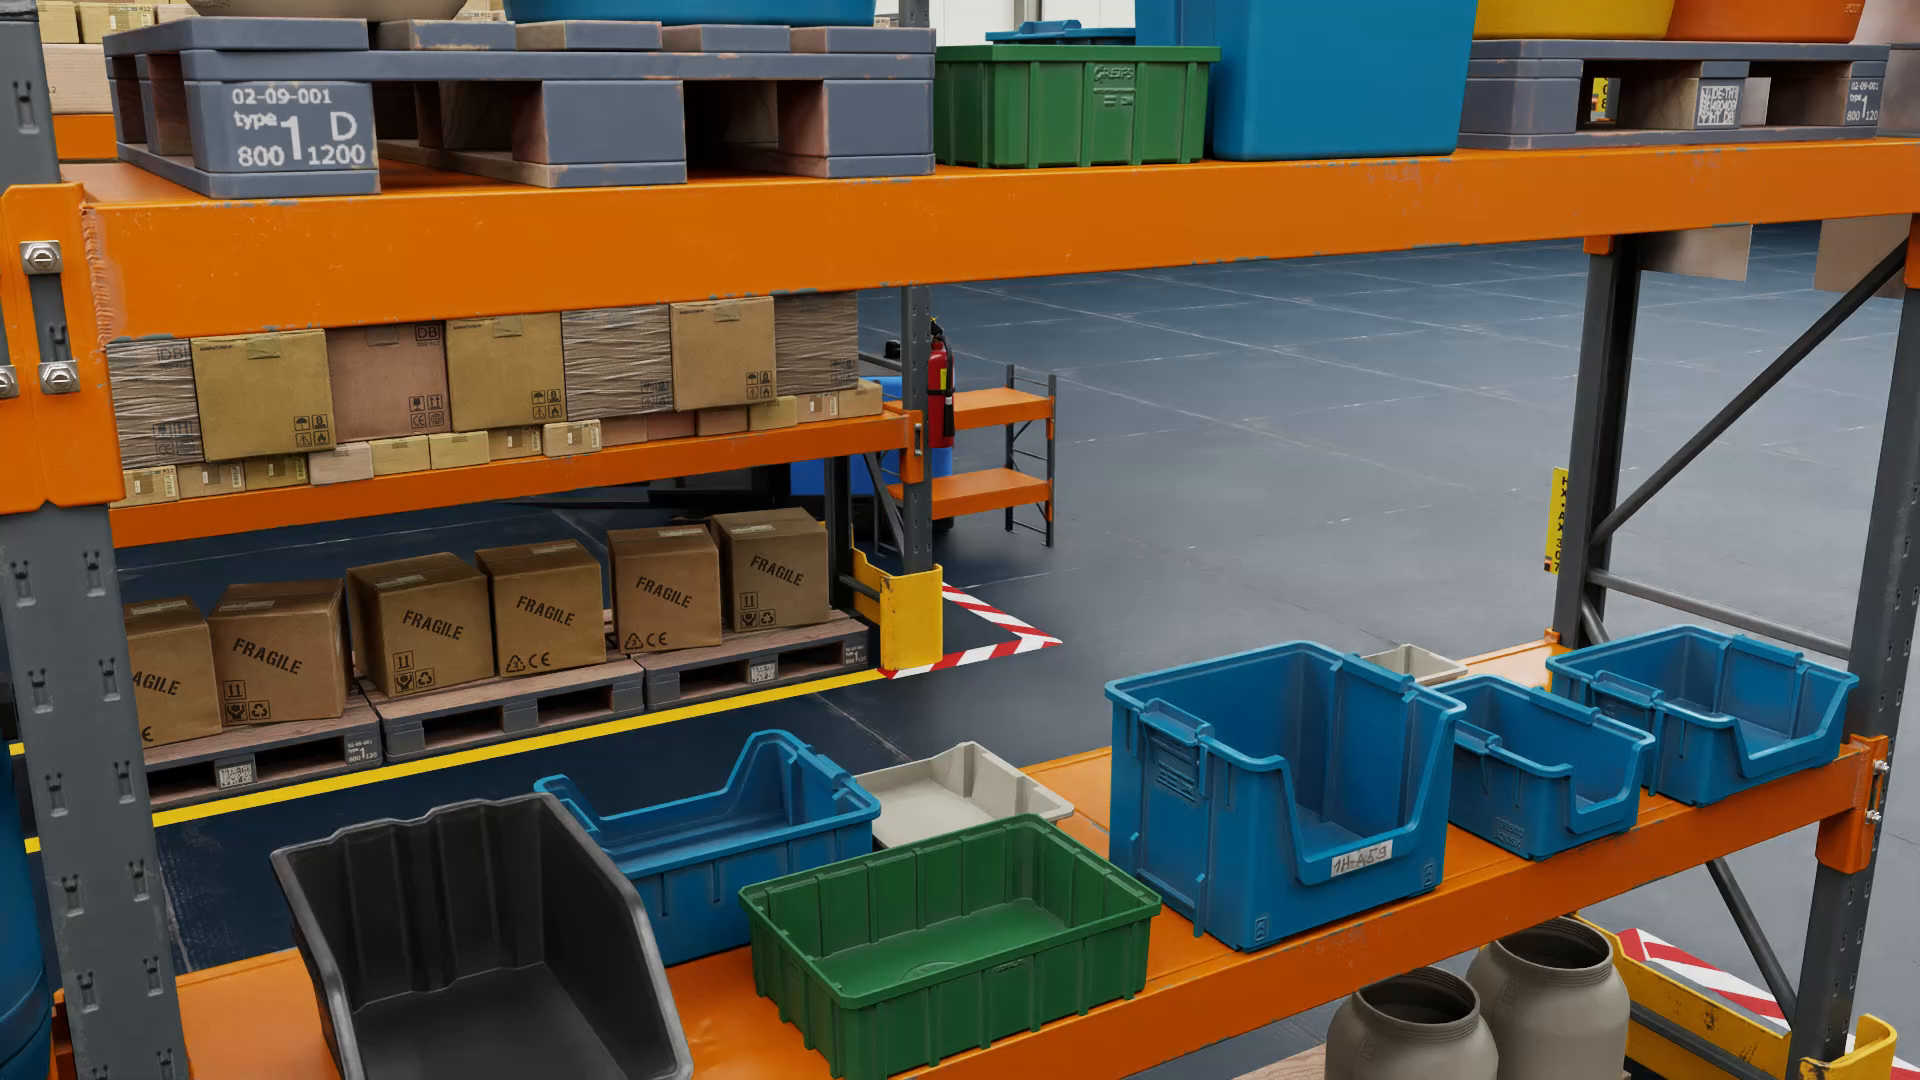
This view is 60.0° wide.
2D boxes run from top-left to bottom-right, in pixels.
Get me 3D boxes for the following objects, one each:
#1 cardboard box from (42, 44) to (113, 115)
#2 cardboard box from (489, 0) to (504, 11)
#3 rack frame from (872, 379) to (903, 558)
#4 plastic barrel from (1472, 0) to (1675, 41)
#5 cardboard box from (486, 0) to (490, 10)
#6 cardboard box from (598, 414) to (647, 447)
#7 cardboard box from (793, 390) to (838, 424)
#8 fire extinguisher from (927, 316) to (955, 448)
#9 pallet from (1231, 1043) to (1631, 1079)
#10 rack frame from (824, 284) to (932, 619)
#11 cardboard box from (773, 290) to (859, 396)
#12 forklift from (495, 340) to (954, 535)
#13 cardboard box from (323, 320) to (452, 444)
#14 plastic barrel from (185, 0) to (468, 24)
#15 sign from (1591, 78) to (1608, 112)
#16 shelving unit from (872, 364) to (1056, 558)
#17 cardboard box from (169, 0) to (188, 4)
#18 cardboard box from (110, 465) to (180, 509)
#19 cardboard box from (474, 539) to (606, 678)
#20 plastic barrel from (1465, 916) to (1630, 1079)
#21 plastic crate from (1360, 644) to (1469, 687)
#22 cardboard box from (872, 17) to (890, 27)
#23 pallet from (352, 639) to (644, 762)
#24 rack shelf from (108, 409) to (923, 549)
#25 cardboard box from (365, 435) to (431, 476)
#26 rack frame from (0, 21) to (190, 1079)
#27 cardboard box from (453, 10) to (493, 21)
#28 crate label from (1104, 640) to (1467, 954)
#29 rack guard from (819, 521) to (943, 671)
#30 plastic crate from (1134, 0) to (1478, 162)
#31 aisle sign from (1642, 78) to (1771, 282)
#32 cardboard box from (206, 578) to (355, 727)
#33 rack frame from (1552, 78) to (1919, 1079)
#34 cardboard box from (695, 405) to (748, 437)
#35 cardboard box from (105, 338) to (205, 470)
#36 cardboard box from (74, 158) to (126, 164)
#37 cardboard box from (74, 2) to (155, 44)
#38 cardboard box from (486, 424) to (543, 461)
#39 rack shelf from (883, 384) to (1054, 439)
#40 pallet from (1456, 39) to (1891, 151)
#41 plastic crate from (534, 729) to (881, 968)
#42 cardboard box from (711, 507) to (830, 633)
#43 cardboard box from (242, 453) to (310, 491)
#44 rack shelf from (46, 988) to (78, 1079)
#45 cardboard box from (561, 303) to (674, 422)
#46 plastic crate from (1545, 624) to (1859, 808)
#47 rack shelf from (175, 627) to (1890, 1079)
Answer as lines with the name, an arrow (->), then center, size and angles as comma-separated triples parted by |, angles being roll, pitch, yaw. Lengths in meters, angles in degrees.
cardboard box -> -3.361, -1.756, 6.337 | 0.500, 0.250, 0.500 | -10, 19, -32
cardboard box -> -1.862, -2.669, 7.654 | 0.500, 0.500, 0.500 | -9, 18, -30
rack frame -> -0.392, -0.397, 10.243 | 0.032, 1.125, 0.500 | -10, 19, -32
plastic barrel -> 1.189, -1.340, 3.448 | 0.600, 0.588, 0.600 | 0, 16, 0
cardboard box -> -3.194, -3.731, 11.869 | 0.500, 0.250, 0.500 | -9, 18, -29
cardboard box -> -1.651, -0.551, 7.782 | 0.250, 0.149, 0.380 | -9, 18, -30
cardboard box -> -0.803, -0.694, 8.292 | 0.250, 0.149, 0.380 | -9, 18, -30
fire extinguisher -> -0.115, -0.809, 8.380 | 0.183, 0.674, 0.296 | -9, 18, -30
pallet -> 1.361, 1.685, 4.507 | 1.213, 0.211, 1.003 | -9, 18, -30
rack frame -> -0.450, -0.937, 8.693 | 0.127, 3.000, 1.000 | -9, 18, -30
cardboard box -> -0.936, -1.058, 8.390 | 0.500, 0.500, 0.875 | -9, 18, -30
forklift -> -1.559, -1.542, 10.979 | 3.031, 2.935, 1.130 | 0, 16, -1
cardboard box -> -2.638, -0.774, 7.378 | 0.500, 0.500, 0.875 | -9, 18, -30
plastic barrel -> -0.858, -0.949, 2.197 | 0.421, 0.512, 0.421 | 0, 16, 0
sign -> 1.821, -1.367, 4.655 | 0.005, 0.325, 0.100 | -9, 18, -30
shelving unit -> 0.031, -0.473, 10.515 | 1.048, 1.125, 0.538 | -10, 19, -32
cardboard box -> -4.919, -3.452, 10.872 | 0.500, 0.250, 0.500 | -9, 18, -30
cardboard box -> -3.319, -0.252, 6.715 | 0.250, 0.149, 0.380 | -9, 18, -30
cardboard box -> -2.035, 0.321, 8.059 | 0.500, 0.500, 0.500 | -7, 17, -25
plastic barrel -> 1.576, 1.314, 4.495 | 0.421, 0.512, 0.421 | 0, 16, 0
plastic crate -> 1.168, 0.386, 4.463 | 0.250, 0.136, 0.298 | -9, 18, -30
cardboard box -> -0.527, -2.390, 7.860 | 0.250, 0.149, 0.380 | -9, 18, -30
pallet -> -2.274, 0.690, 8.057 | 1.213, 0.211, 1.003 | -9, 18, -30
rack shelf -> -2.164, -0.312, 7.799 | 4.000, 0.370, 1.077 | -9, 18, -30
cardboard box -> -2.481, -0.399, 7.242 | 0.250, 0.149, 0.380 | -9, 18, -30
rack frame -> -1.328, 0.765, 2.622 | 0.127, 3.000, 1.000 | -9, 18, -30
cardboard box -> -2.140, -2.152, 7.012 | 0.250, 0.149, 0.380 | -9, 18, -28
crate label -> 0.662, 0.511, 3.465 | 0.616, 0.435, 0.502 | -9, 18, -30
rack guard -> -0.515, 0.278, 8.993 | 0.348, 0.500, 1.175 | -9, 18, -30
plastic crate -> 0.621, -0.892, 3.008 | 0.575, 0.384, 0.392 | -9, 18, -30
aisle sign -> 2.012, -1.120, 4.532 | 0.004, 0.787, 0.394 | -9, 18, -30
cardboard box -> -3.028, 0.493, 7.446 | 0.500, 0.500, 0.500 | -3, 16, -12
rack frame -> 2.101, 0.209, 4.605 | 0.127, 3.000, 1.000 | -9, 18, -30
cardboard box -> -1.213, -0.616, 8.014 | 0.250, 0.149, 0.380 | -9, 18, -30
cardboard box -> -3.461, -0.620, 6.828 | 0.500, 0.500, 0.875 | -9, 18, -30
cardboard box -> -5.601, -2.281, 11.211 | 0.550, 0.550, 0.875 | -9, 18, -30
cardboard box -> -3.248, -1.971, 6.366 | 0.250, 0.149, 0.380 | -10, 19, -32
cardboard box -> -2.070, -0.477, 7.518 | 0.250, 0.149, 0.380 | -9, 18, -30
rack shelf -> 0.031, -0.755, 10.436 | 1.000, 0.278, 0.538 | -10, 19, -32
pallet -> 1.341, -1.052, 3.896 | 1.213, 0.211, 1.003 | -9, 18, -30
plastic crate -> -0.519, 0.620, 3.415 | 0.616, 0.251, 0.499 | -9, 18, -30
cardboard box -> -0.994, 0.148, 8.678 | 0.500, 0.500, 0.500 | -6, 17, -19
cardboard box -> -2.909, -0.330, 6.994 | 0.250, 0.149, 0.380 | -9, 18, -30
rack shelf -> -3.042, 1.390, 1.727 | 4.000, 0.370, 1.077 | -9, 18, -30
cardboard box -> -1.753, -0.901, 7.830 | 0.500, 0.500, 0.875 | -9, 18, -30
plastic crate -> 1.826, 0.420, 4.130 | 0.616, 0.251, 0.499 | -9, 18, -30
rack shelf -> 0.386, 0.834, 3.711 | 4.000, 0.370, 1.077 | -9, 18, -30
